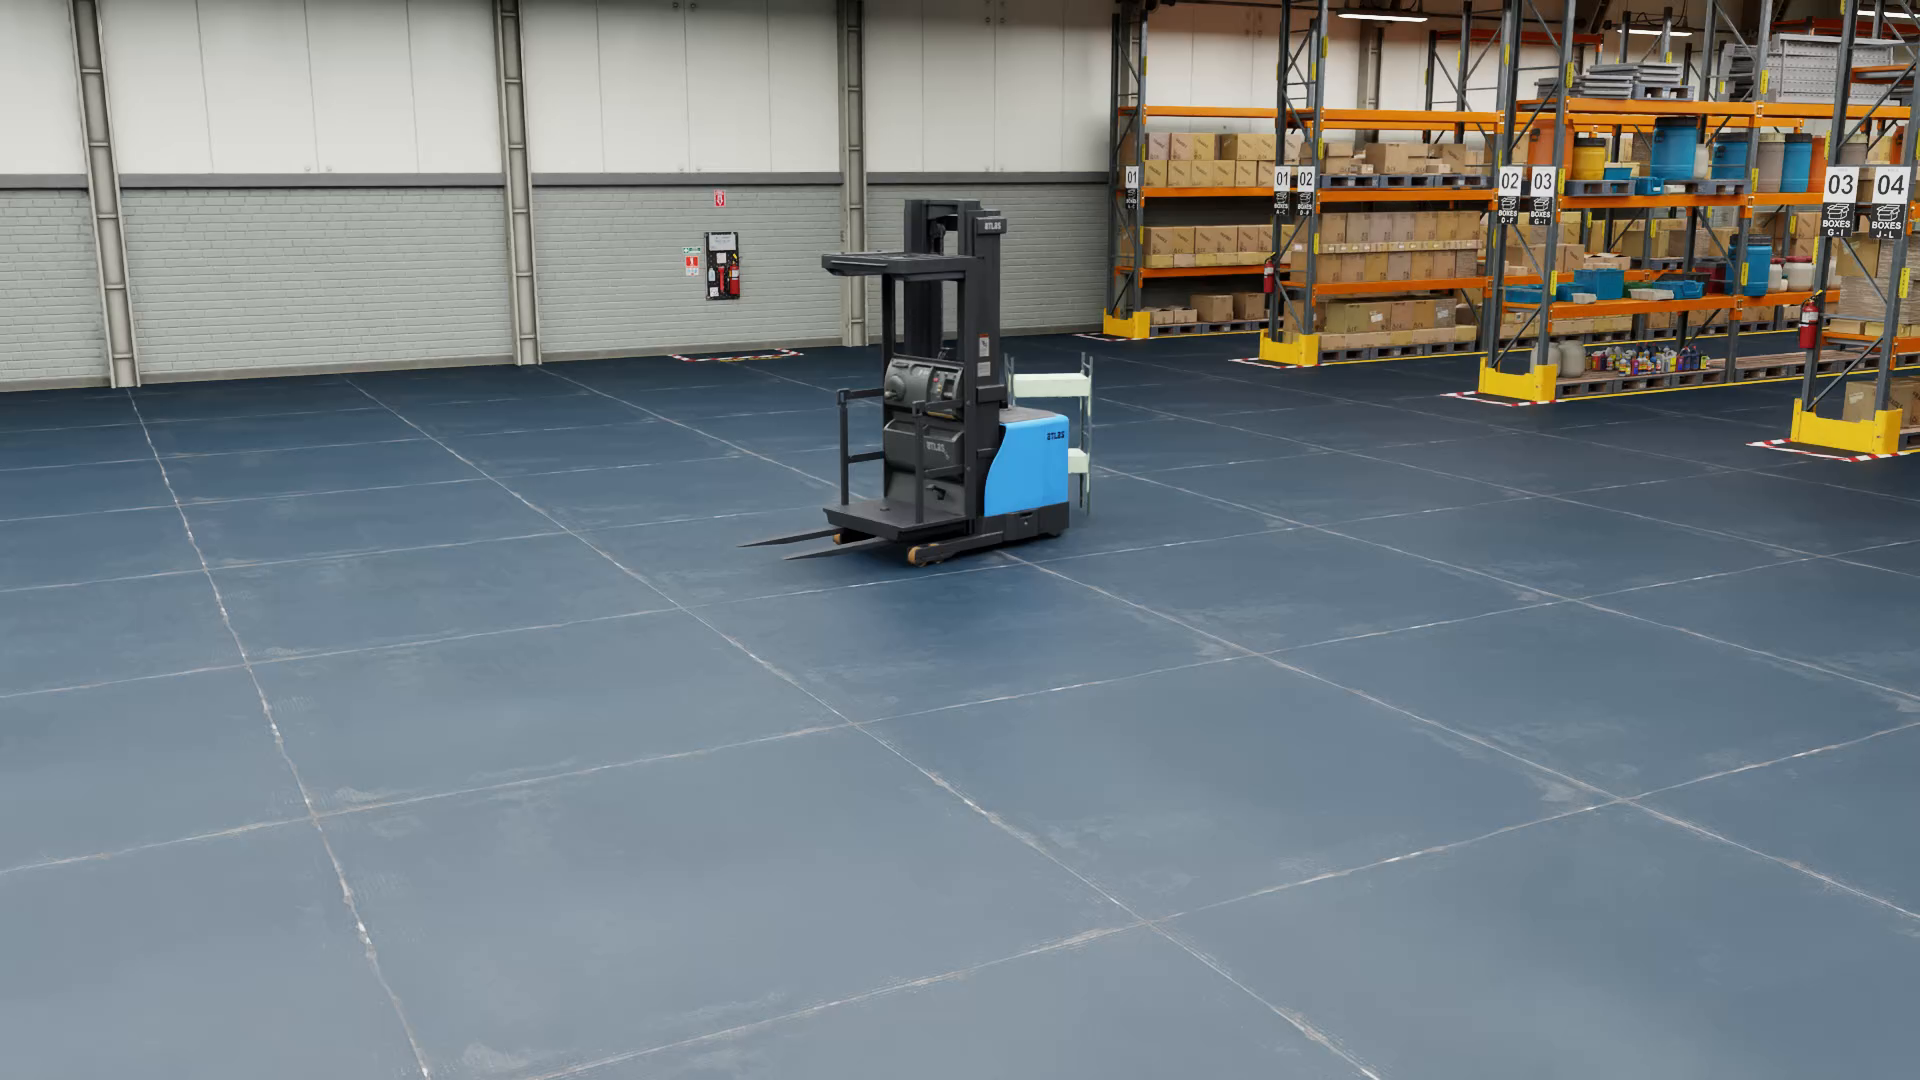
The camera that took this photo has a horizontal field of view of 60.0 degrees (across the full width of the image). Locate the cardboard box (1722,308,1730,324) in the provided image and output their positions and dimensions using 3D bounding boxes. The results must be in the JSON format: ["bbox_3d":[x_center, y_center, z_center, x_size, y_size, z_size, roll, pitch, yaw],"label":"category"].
[{"bbox_3d":[14.884,-4.507,32.496,0.500,0.500,0.500,-7,14,-27],"label":"cardboard box"}]

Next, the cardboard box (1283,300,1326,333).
[{"bbox_3d":[5.854,-3.803,28.273,0.500,0.500,0.500,-7,14,-28],"label":"cardboard box"}]

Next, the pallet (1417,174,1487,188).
[{"bbox_3d":[8.300,-6.206,28.723,1.213,0.211,1.003,-7,14,-28],"label":"pallet"}]

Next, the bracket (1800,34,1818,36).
[{"bbox_3d":[21.244,-12.393,40.984,3.189,0.066,0.076,-7,14,-28],"label":"bracket"}]

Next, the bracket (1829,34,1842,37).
[{"bbox_3d":[21.763,-12.455,41.260,0.430,0.232,0.235,-7,14,-28],"label":"bracket"}]

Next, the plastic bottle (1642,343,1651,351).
[{"bbox_3d":[10.499,-2.843,25.441,0.185,0.351,0.144,-6,14,-26],"label":"plastic bottle"}]

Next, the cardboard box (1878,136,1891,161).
[{"bbox_3d":[18.647,-8.049,34.208,0.500,0.500,0.700,-7,14,-28],"label":"cardboard box"}]

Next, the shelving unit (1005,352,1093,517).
[{"bbox_3d":[0.818,-0.979,15.543,0.755,1.500,0.431,-2,13,-7],"label":"shelving unit"}]

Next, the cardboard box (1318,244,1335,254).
[{"bbox_3d":[5.973,-4.825,27.511,0.250,0.149,0.380,-7,14,-28],"label":"cardboard box"}]

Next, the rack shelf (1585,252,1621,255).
[{"bbox_3d":[15.437,-6.536,38.458,4.000,0.370,1.077,-7,14,-28],"label":"rack shelf"}]

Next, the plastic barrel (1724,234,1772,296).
[{"bbox_3d":[11.891,-4.152,25.087,0.708,0.901,0.600,-7,14,-28],"label":"plastic barrel"}]

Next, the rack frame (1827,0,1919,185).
[{"bbox_3d":[10.269,-5.477,18.451,0.127,3.000,1.000,-7,14,-28],"label":"rack frame"}]

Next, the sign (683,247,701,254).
[{"bbox_3d":[-4.631,-5.007,28.737,0.331,0.109,0.001,-7,14,-28],"label":"sign"}]

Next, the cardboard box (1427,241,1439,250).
[{"bbox_3d":[8.007,-5.069,28.597,0.250,0.149,0.380,-7,14,-28],"label":"cardboard box"}]

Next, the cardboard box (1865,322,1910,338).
[{"bbox_3d":[10.633,-2.412,19.066,0.250,0.149,0.380,-7,14,-28],"label":"cardboard box"}]

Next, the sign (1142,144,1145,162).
[{"bbox_3d":[3.409,-7.199,30.944,0.005,0.325,0.100,-7,14,-28],"label":"sign"}]

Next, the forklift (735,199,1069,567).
[{"bbox_3d":[-0.464,-1.339,13.882,3.031,2.935,1.130,-11,17,-41],"label":"forklift"}]

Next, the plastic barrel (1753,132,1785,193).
[{"bbox_3d":[12.323,-5.798,25.565,0.600,0.901,0.600,0,13,0],"label":"plastic barrel"}]

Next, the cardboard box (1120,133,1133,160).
[{"bbox_3d":[3.402,-7.520,31.807,0.500,0.500,0.500,-6,14,-25],"label":"cardboard box"}]

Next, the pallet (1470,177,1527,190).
[{"bbox_3d":[9.805,-6.346,29.579,1.217,0.209,0.805,-8,15,-30],"label":"pallet"}]

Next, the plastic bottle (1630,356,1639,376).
[{"bbox_3d":[9.844,-2.545,24.271,0.133,0.283,0.061,-7,14,-27],"label":"plastic bottle"}]

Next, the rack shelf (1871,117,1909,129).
[{"bbox_3d":[16.673,-6.938,27.489,4.000,0.370,1.077,-7,14,-28],"label":"rack shelf"}]

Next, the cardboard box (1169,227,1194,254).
[{"bbox_3d":[4.151,-5.759,31.954,0.500,0.500,0.500,-7,14,-28],"label":"cardboard box"}]

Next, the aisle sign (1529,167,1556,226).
[{"bbox_3d":[7.973,-4.709,22.781,0.004,0.787,0.394,-7,14,-28],"label":"aisle sign"}]

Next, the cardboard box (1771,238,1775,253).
[{"bbox_3d":[16.374,-5.873,33.646,0.500,0.500,0.500,-7,14,-27],"label":"cardboard box"}]

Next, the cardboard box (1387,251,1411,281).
[{"bbox_3d":[7.299,-4.719,28.516,0.500,0.500,0.700,-6,14,-26],"label":"cardboard box"}]

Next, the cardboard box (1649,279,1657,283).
[{"bbox_3d":[15.746,-5.884,38.659,0.500,0.500,0.700,-7,15,-30],"label":"cardboard box"}]

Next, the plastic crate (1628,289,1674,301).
[{"bbox_3d":[10.103,-3.577,24.273,0.437,0.136,0.530,-7,14,-28],"label":"plastic crate"}]

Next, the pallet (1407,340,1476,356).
[{"bbox_3d":[8.319,-3.445,29.434,1.213,0.211,1.003,-7,14,-28],"label":"pallet"}]

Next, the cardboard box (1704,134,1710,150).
[{"bbox_3d":[13.829,-7.453,31.559,0.500,0.500,0.500,-7,14,-28],"label":"cardboard box"}]

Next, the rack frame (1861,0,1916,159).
[{"bbox_3d":[14.918,-7.273,26.432,0.127,3.000,1.000,-7,14,-28],"label":"rack frame"}]

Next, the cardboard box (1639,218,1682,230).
[{"bbox_3d":[16.117,-7.109,38.684,0.700,0.700,0.980,-7,14,-28],"label":"cardboard box"}]

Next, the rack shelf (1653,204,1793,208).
[{"bbox_3d":[14.303,-6.624,32.018,4.000,0.370,1.077,-7,14,-28],"label":"rack shelf"}]

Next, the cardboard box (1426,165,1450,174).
[{"bbox_3d":[8.109,-6.315,28.303,0.250,0.149,0.380,-7,14,-28],"label":"cardboard box"}]

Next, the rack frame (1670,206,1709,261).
[{"bbox_3d":[17.193,-7.097,39.314,0.127,3.000,1.000,-7,14,-28],"label":"rack frame"}]

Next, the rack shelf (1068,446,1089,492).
[{"bbox_3d":[0.818,-0.661,15.614,0.720,0.370,0.431,-2,13,-7],"label":"rack shelf"}]

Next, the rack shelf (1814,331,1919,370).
[{"bbox_3d":[12.025,-2.410,20.123,4.000,0.370,1.077,-7,14,-28],"label":"rack shelf"}]

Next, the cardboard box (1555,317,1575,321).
[{"bbox_3d":[10.868,-4.175,30.358,0.500,0.311,0.500,-6,14,-26],"label":"cardboard box"}]

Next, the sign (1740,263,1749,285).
[{"bbox_3d":[11.661,-3.953,24.714,0.005,0.325,0.100,-7,14,-28],"label":"sign"}]

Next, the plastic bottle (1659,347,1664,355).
[{"bbox_3d":[10.698,-2.806,25.431,0.133,0.283,0.061,-7,14,-28],"label":"plastic bottle"}]

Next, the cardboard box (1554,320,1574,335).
[{"bbox_3d":[10.859,-3.901,30.415,0.500,0.250,0.500,-7,14,-27],"label":"cardboard box"}]

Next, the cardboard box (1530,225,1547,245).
[{"bbox_3d":[12.509,-6.676,36.492,0.500,0.500,0.500,-7,14,-28],"label":"cardboard box"}]

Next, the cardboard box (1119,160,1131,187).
[{"bbox_3d":[3.394,-7.029,31.904,0.500,0.500,0.500,-6,14,-24],"label":"cardboard box"}]

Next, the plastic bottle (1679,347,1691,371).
[{"bbox_3d":[10.811,-2.704,24.825,0.185,0.351,0.144,-8,15,-31],"label":"plastic bottle"}]

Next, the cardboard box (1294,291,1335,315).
[{"bbox_3d":[7.298,-4.911,34.289,0.500,0.500,0.700,-6,14,-26],"label":"cardboard box"}]

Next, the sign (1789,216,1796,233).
[{"bbox_3d":[16.328,-6.180,32.603,0.005,0.325,0.100,-7,14,-28],"label":"sign"}]

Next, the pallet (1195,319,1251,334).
[{"bbox_3d":[5.015,-4.268,33.092,1.213,0.211,1.003,-7,14,-28],"label":"pallet"}]

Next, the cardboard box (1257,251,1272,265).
[{"bbox_3d":[5.948,-5.612,33.012,0.500,0.250,0.500,-7,14,-28],"label":"cardboard box"}]

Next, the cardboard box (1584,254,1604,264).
[{"bbox_3d":[11.670,-5.201,31.091,0.500,0.311,0.500,-7,14,-29],"label":"cardboard box"}]

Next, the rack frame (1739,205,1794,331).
[{"bbox_3d":[16.059,-5.722,33.204,0.127,3.000,1.000,-7,14,-28],"label":"rack frame"}]

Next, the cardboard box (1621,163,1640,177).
[{"bbox_3d":[12.176,-6.838,30.714,0.500,0.250,0.500,-8,15,-32],"label":"cardboard box"}]

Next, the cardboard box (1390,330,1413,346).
[{"bbox_3d":[7.420,-3.494,28.610,0.500,0.250,0.500,-7,14,-28],"label":"cardboard box"}]

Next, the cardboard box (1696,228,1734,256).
[{"bbox_3d":[14.537,-5.778,32.268,0.500,0.500,0.700,-12,17,-42],"label":"cardboard box"}]
